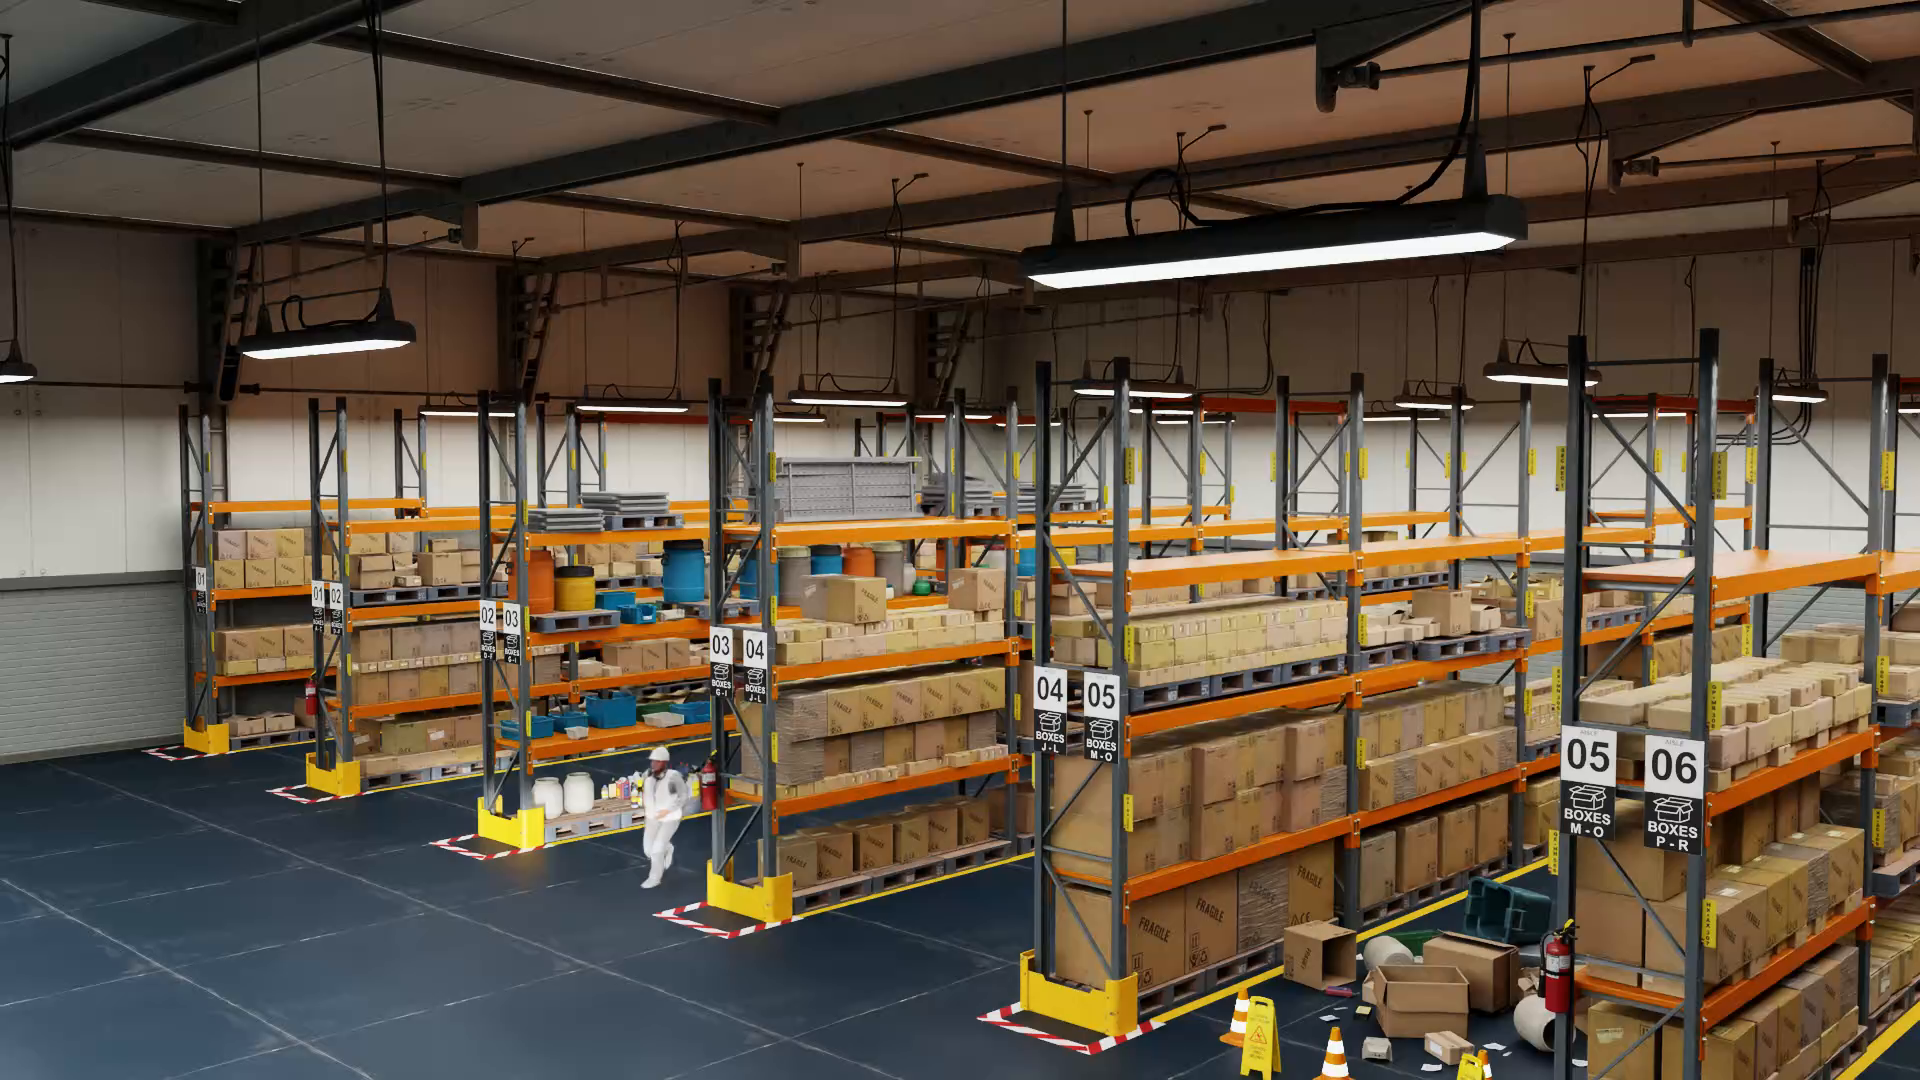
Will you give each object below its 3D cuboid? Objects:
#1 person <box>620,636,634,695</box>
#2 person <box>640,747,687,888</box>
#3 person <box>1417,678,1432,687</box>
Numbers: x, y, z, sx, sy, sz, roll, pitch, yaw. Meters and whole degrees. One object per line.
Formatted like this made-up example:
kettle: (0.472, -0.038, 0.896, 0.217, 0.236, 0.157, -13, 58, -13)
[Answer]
person: (-6.587, 2.608, 32.704, 0.575, 1.659, 0.561, 2, 3, 30)
person: (-3.504, 3.289, 19.837, 0.640, 1.711, 0.709, 1, 3, 20)
person: (7.214, 2.968, 25.532, 0.659, 1.777, 1.083, 2, 4, 39)
